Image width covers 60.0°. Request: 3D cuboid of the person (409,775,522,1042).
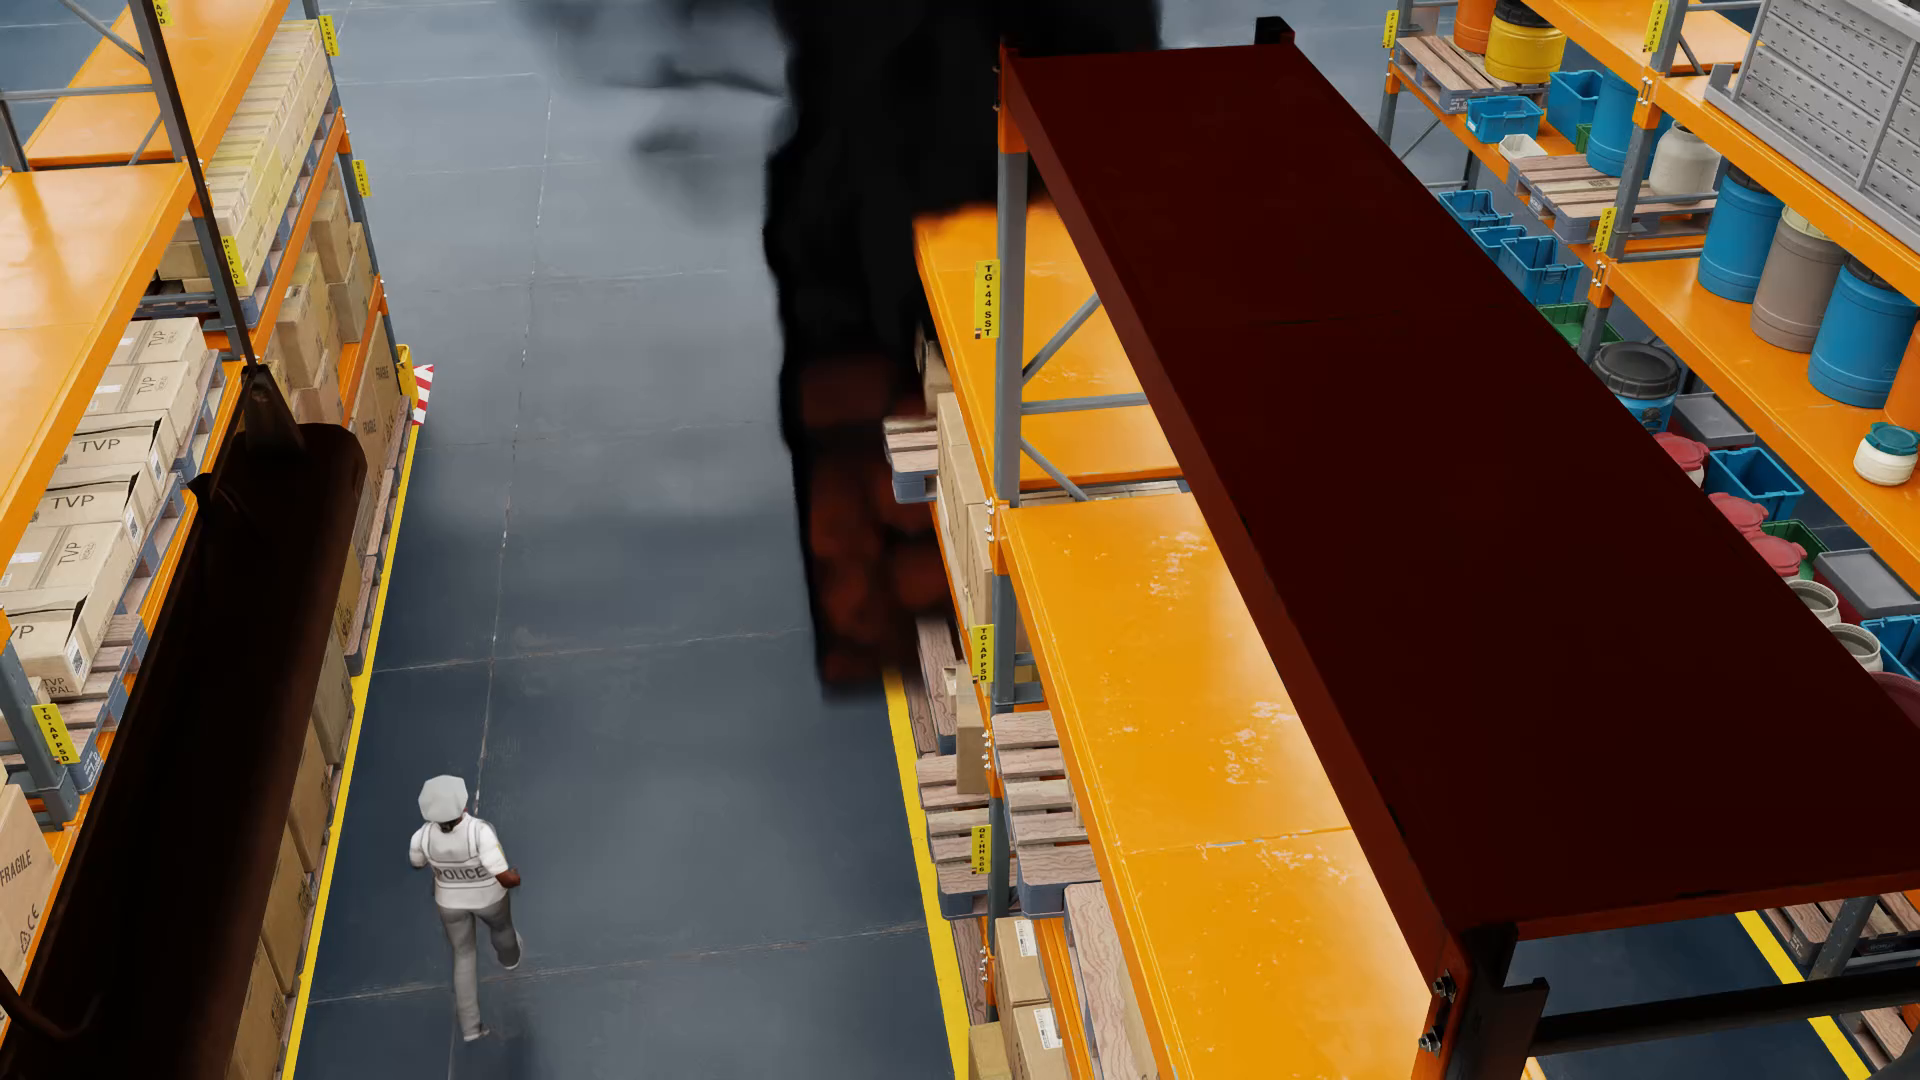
[{"bbox_3d":[-2.615,1.905,8.946,0.581,1.729,0.850,-4,36,-5],"label":"person"}]
